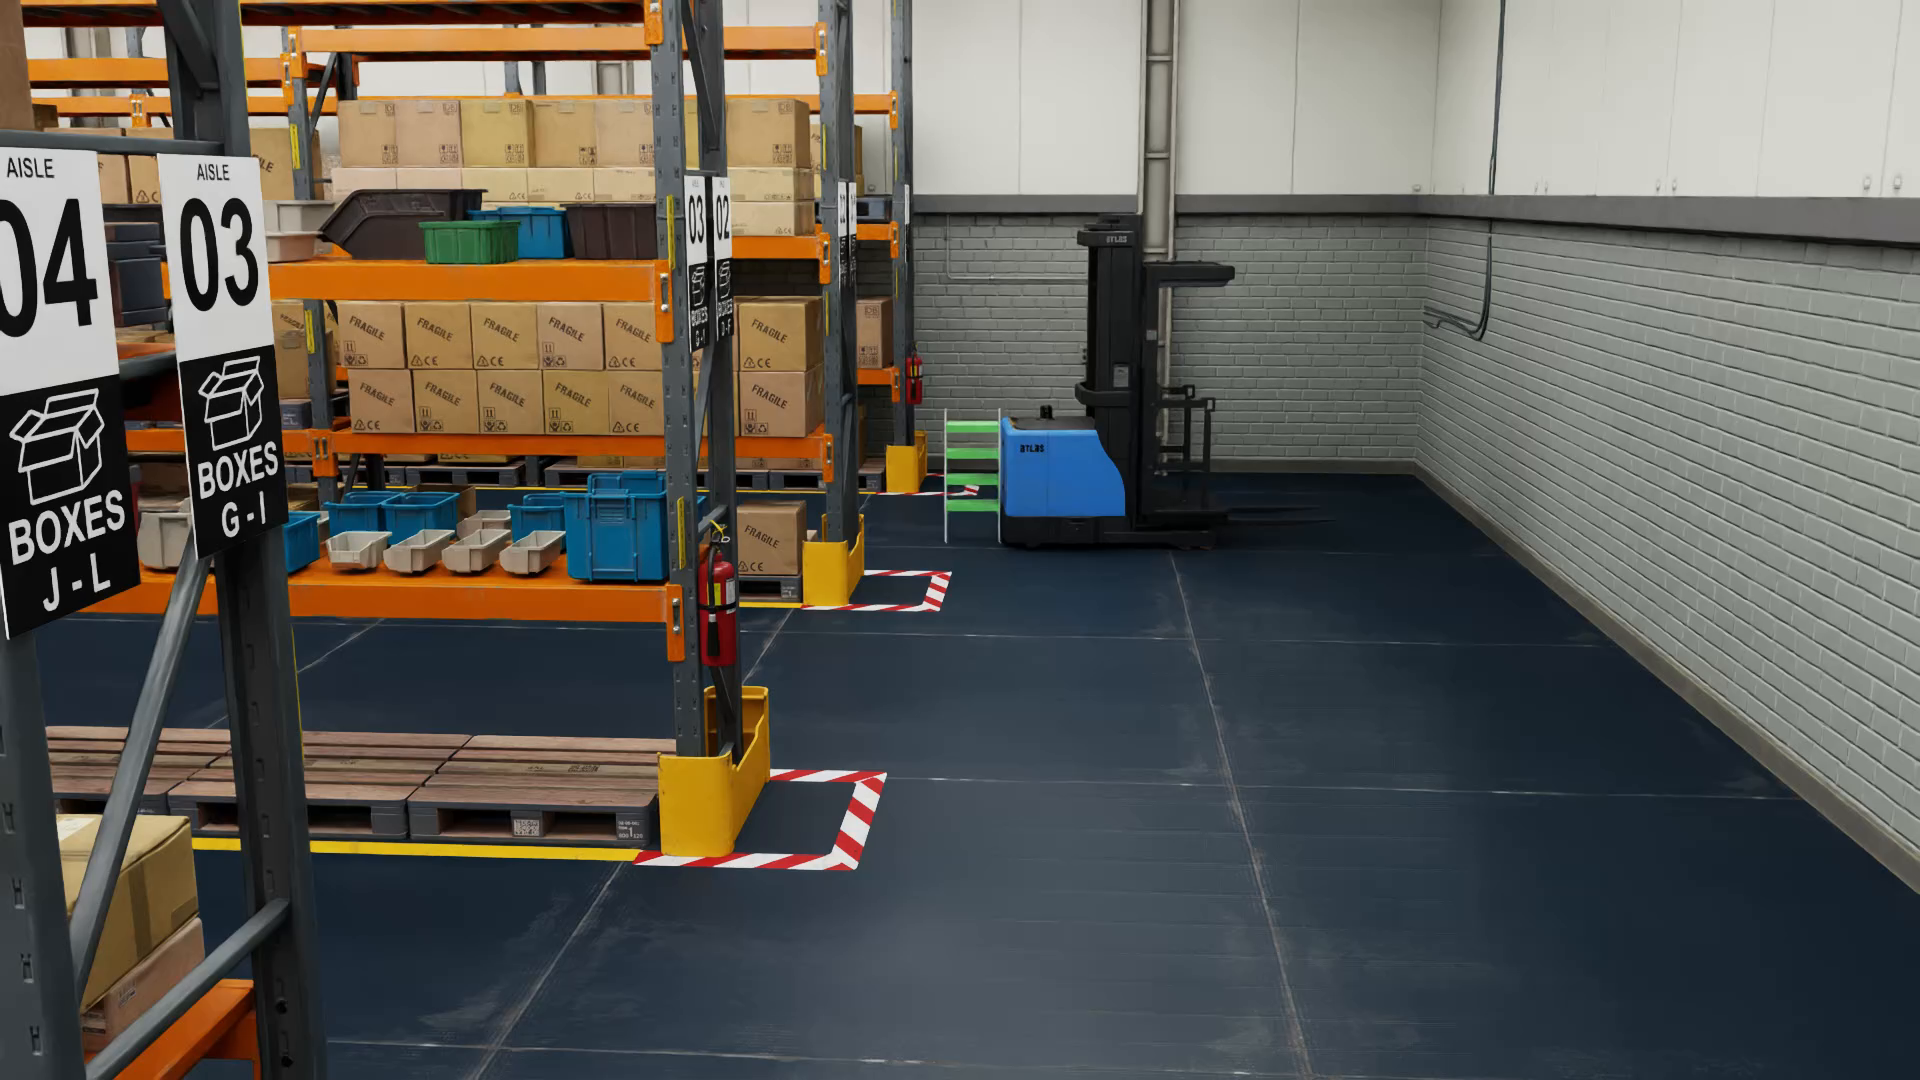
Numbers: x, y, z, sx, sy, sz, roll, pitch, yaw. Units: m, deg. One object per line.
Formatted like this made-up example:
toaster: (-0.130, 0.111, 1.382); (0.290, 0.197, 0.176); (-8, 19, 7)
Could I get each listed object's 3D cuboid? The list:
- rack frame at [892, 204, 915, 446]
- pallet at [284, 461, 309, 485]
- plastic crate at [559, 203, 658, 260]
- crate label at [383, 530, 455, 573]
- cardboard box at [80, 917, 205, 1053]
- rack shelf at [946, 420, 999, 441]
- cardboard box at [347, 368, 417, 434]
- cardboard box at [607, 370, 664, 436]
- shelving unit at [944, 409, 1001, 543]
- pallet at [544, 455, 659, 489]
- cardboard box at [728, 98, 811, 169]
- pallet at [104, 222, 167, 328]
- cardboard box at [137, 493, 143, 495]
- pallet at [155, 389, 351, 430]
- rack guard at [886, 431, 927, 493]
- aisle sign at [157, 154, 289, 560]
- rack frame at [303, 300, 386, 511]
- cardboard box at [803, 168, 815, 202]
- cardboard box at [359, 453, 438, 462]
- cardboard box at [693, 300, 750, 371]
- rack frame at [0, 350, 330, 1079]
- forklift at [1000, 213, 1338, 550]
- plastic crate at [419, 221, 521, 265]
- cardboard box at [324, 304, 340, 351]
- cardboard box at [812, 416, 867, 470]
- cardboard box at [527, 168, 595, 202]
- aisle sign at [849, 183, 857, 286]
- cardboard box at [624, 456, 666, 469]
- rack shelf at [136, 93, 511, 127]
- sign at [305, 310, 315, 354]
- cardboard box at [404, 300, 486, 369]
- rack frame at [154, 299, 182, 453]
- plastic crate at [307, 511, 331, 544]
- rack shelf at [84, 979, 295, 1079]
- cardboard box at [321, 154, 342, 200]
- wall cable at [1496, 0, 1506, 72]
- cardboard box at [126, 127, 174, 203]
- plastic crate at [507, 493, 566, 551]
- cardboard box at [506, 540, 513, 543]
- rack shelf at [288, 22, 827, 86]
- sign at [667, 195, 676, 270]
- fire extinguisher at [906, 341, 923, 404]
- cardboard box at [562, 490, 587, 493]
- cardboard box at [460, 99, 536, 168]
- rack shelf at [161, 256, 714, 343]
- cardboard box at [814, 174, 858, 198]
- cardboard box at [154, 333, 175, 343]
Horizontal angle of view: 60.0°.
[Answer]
rack frame: (-0.602, -2.088, 17.907); (0.127, 3.000, 1.000); (1, 12, 4)
pallet: (-7.803, -0.807, 18.591); (1.213, 0.211, 1.003); (1, 12, 4)
plastic crate: (-1.630, -1.531, 8.235); (0.590, 0.269, 0.497); (1, 12, 4)
crate label: (-2.658, 0.055, 8.156); (0.243, 0.136, 0.396); (1, 12, 4)
cardboard box: (-1.927, 0.998, 3.766); (0.250, 0.149, 0.380); (1, 12, 4)
rack shelf: (0.113, -0.989, 15.015); (0.480, 0.148, 0.258); (0, 12, 0)
cardboard box: (-4.430, -1.117, 13.021); (0.500, 0.500, 0.500); (1, 12, 5)
cardboard box: (-2.410, -1.090, 12.891); (0.500, 0.500, 0.500); (1, 12, 4)
shelving unit: (0.113, -0.582, 15.101); (0.503, 1.200, 0.258); (0, 12, 0)
pallet: (-3.840, -0.752, 18.328); (1.213, 0.211, 1.003); (1, 12, 4)
cardboard box: (-1.443, -3.086, 12.667); (0.500, 0.500, 0.700); (1, 12, 4)
pallet: (-2.336, -0.485, 3.135); (1.213, 0.211, 1.003); (1, 12, 4)
cardboard box: (-6.932, -0.093, 13.399); (0.500, 0.500, 0.500); (0, 12, 2)
pallet: (-5.710, -1.070, 13.509); (1.213, 0.211, 1.003); (1, 12, 4)
rack guard: (-0.578, -0.864, 18.161); (0.348, 0.500, 1.175); (1, 12, 4)
aisle sign: (-1.503, -0.385, 3.416); (0.004, 0.787, 0.394); (1, 12, 4)
rack frame: (-4.920, -1.131, 13.330); (0.127, 3.000, 1.000); (1, 12, 4)
cardboard box: (-1.425, -2.776, 13.014); (0.500, 0.250, 0.500); (1, 12, 4)
cardboard box: (-6.137, -1.290, 18.317); (0.750, 0.750, 0.750); (1, 12, 5)
cardboard box: (-1.896, -1.571, 12.749); (0.500, 0.500, 0.500); (1, 12, 5)
rack frame: (-1.595, 0.948, 3.394); (0.127, 3.000, 1.000); (1, 12, 4)
forklift: (1.895, -1.455, 15.045); (3.031, 2.935, 1.130); (0, 12, -2)
plastic crate: (-2.267, -1.384, 7.732); (0.336, 0.188, 0.450); (1, 12, 4)
cardboard box: (-6.580, -2.321, 18.002); (0.500, 0.500, 0.500); (1, 12, 5)
cardboard box: (-1.307, -1.059, 18.068); (0.500, 0.500, 0.700); (1, 12, 4)
cardboard box: (-2.956, -2.691, 12.606); (0.500, 0.250, 0.500); (1, 12, 4)
aisle sign: (-0.842, -2.408, 13.085); (0.004, 0.787, 0.394); (1, 12, 4)
cardboard box: (-3.353, -1.086, 18.196); (0.500, 0.500, 0.700); (1, 12, 3)
rack shelf: (-6.589, -4.559, 17.800); (4.000, 0.370, 1.077); (1, 12, 4)
sign: (-4.954, -1.584, 12.670); (0.005, 0.325, 0.100); (1, 12, 4)
cardboard box: (-3.954, -1.598, 12.879); (0.500, 0.500, 0.500); (0, 12, 2)
rack frame: (-8.584, -2.198, 18.430); (0.127, 3.000, 1.000); (1, 12, 4)
plastic crate: (-3.498, -0.057, 8.694); (0.466, 0.136, 0.293); (1, 12, 4)
rack shelf: (-3.591, 1.272, 3.599); (4.000, 0.370, 1.077); (1, 12, 4)
cardboard box: (-6.519, -3.924, 18.040); (0.500, 0.500, 0.700); (1, 12, 4)
wall cable: (4.837, -5.274, 13.733); (0.112, 2.526, 3.097); (1, 12, 4)
cardboard box: (-6.086, -2.929, 13.086); (0.600, 0.600, 0.600); (1, 12, 3)
plastic crate: (-2.145, -0.091, 8.623); (0.300, 0.233, 0.416); (1, 12, 4)
cardboard box: (-3.652, 0.100, 13.290); (0.250, 0.166, 0.380); (1, 12, 4)
rack shelf: (-2.925, -3.686, 12.659); (4.000, 0.370, 1.077); (1, 12, 4)
sign: (-1.285, -1.369, 7.397); (0.005, 0.325, 0.100); (1, 12, 4)
fire extinguisher: (-0.482, -1.772, 17.493); (0.183, 0.674, 0.296); (1, 12, 4)
cardboard box: (-3.045, -0.100, 13.423); (0.637, 0.503, 0.797); (1, 12, 4)
cardboard box: (-3.444, -3.097, 12.718); (0.500, 0.500, 0.700); (1, 12, 4)
rack shelf: (-3.260, -1.208, 8.129); (4.000, 0.370, 1.077); (1, 12, 4)
cardboard box: (-1.350, -3.693, 17.351); (0.500, 0.250, 0.500); (1, 12, 5)
cardboard box: (-6.068, -1.434, 13.510); (0.500, 0.500, 0.700); (3, 12, 13)
